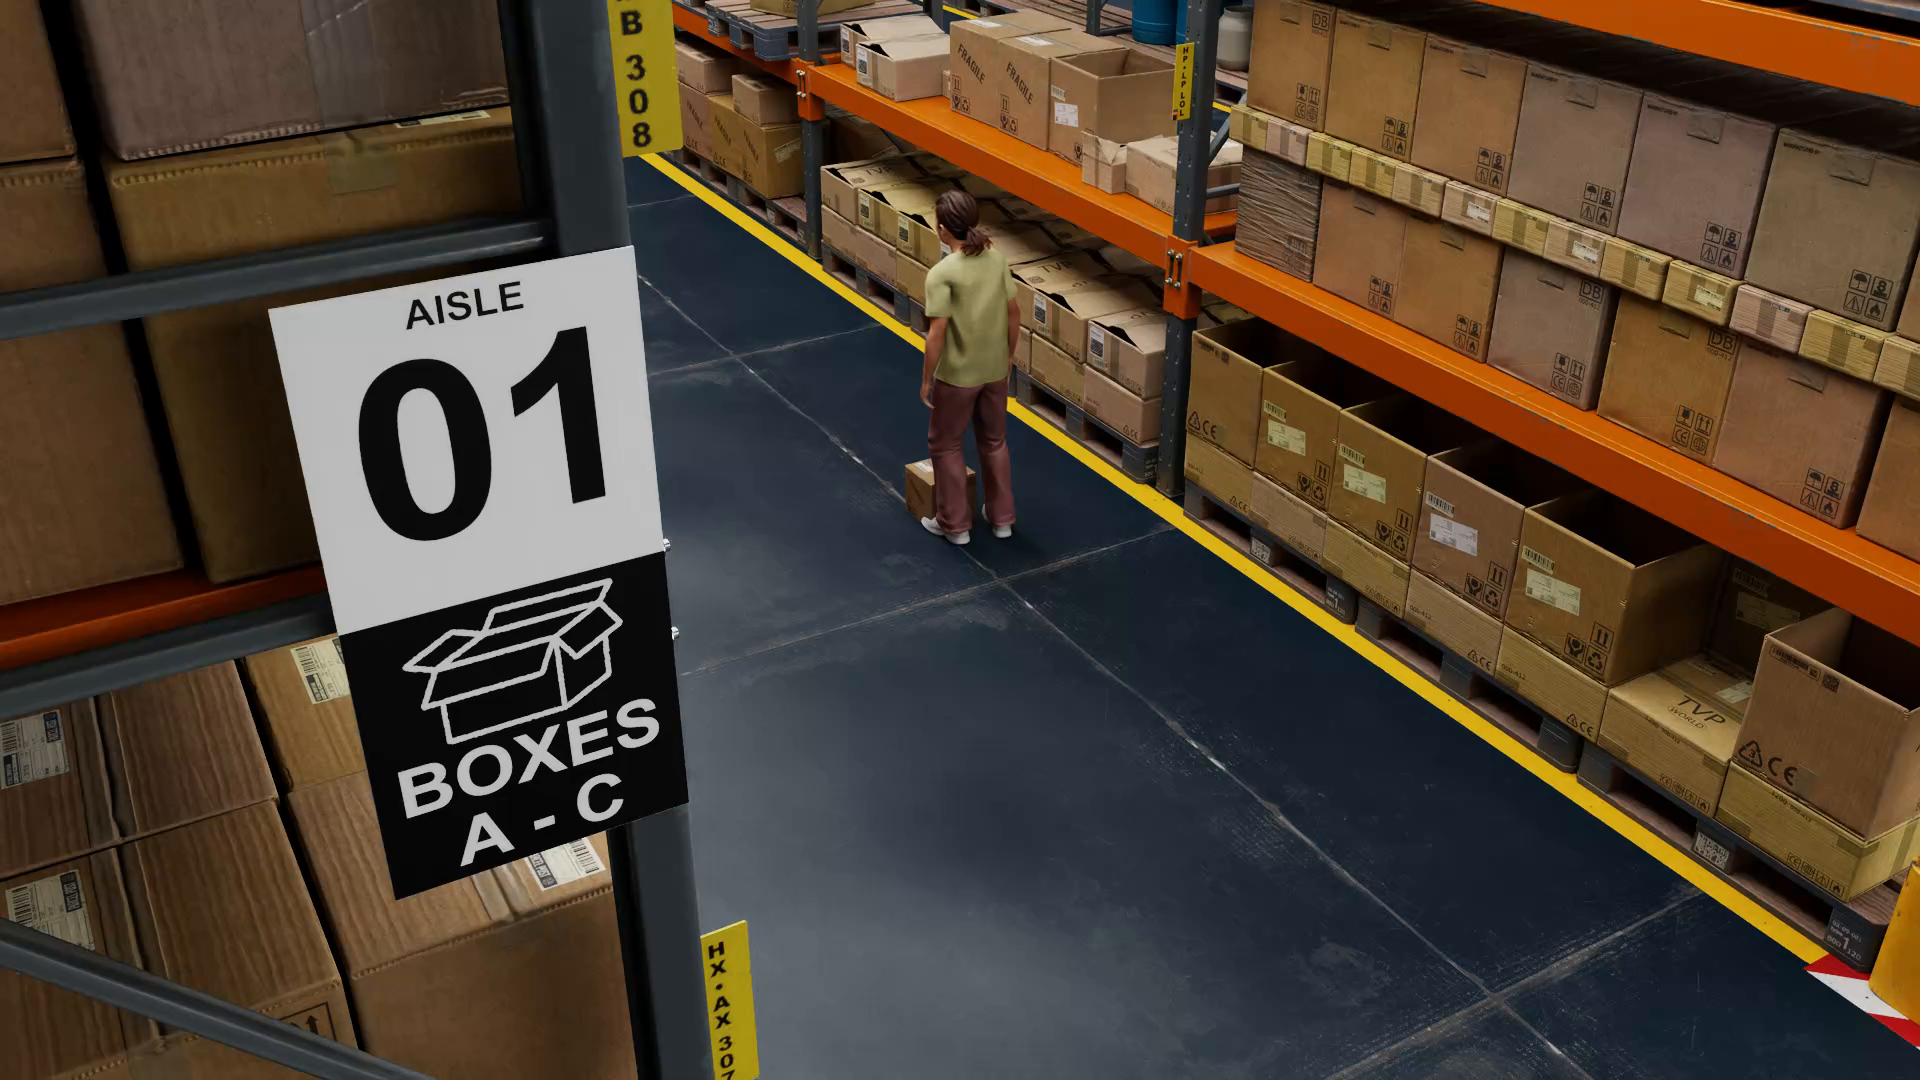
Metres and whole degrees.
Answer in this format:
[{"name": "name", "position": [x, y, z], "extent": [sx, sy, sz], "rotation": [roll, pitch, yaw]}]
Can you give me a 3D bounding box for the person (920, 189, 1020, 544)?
[{"name": "person", "position": [0.019, -0.759, 7.491], "extent": [0.521, 1.671, 0.415], "rotation": [-18, 34, -29]}]
